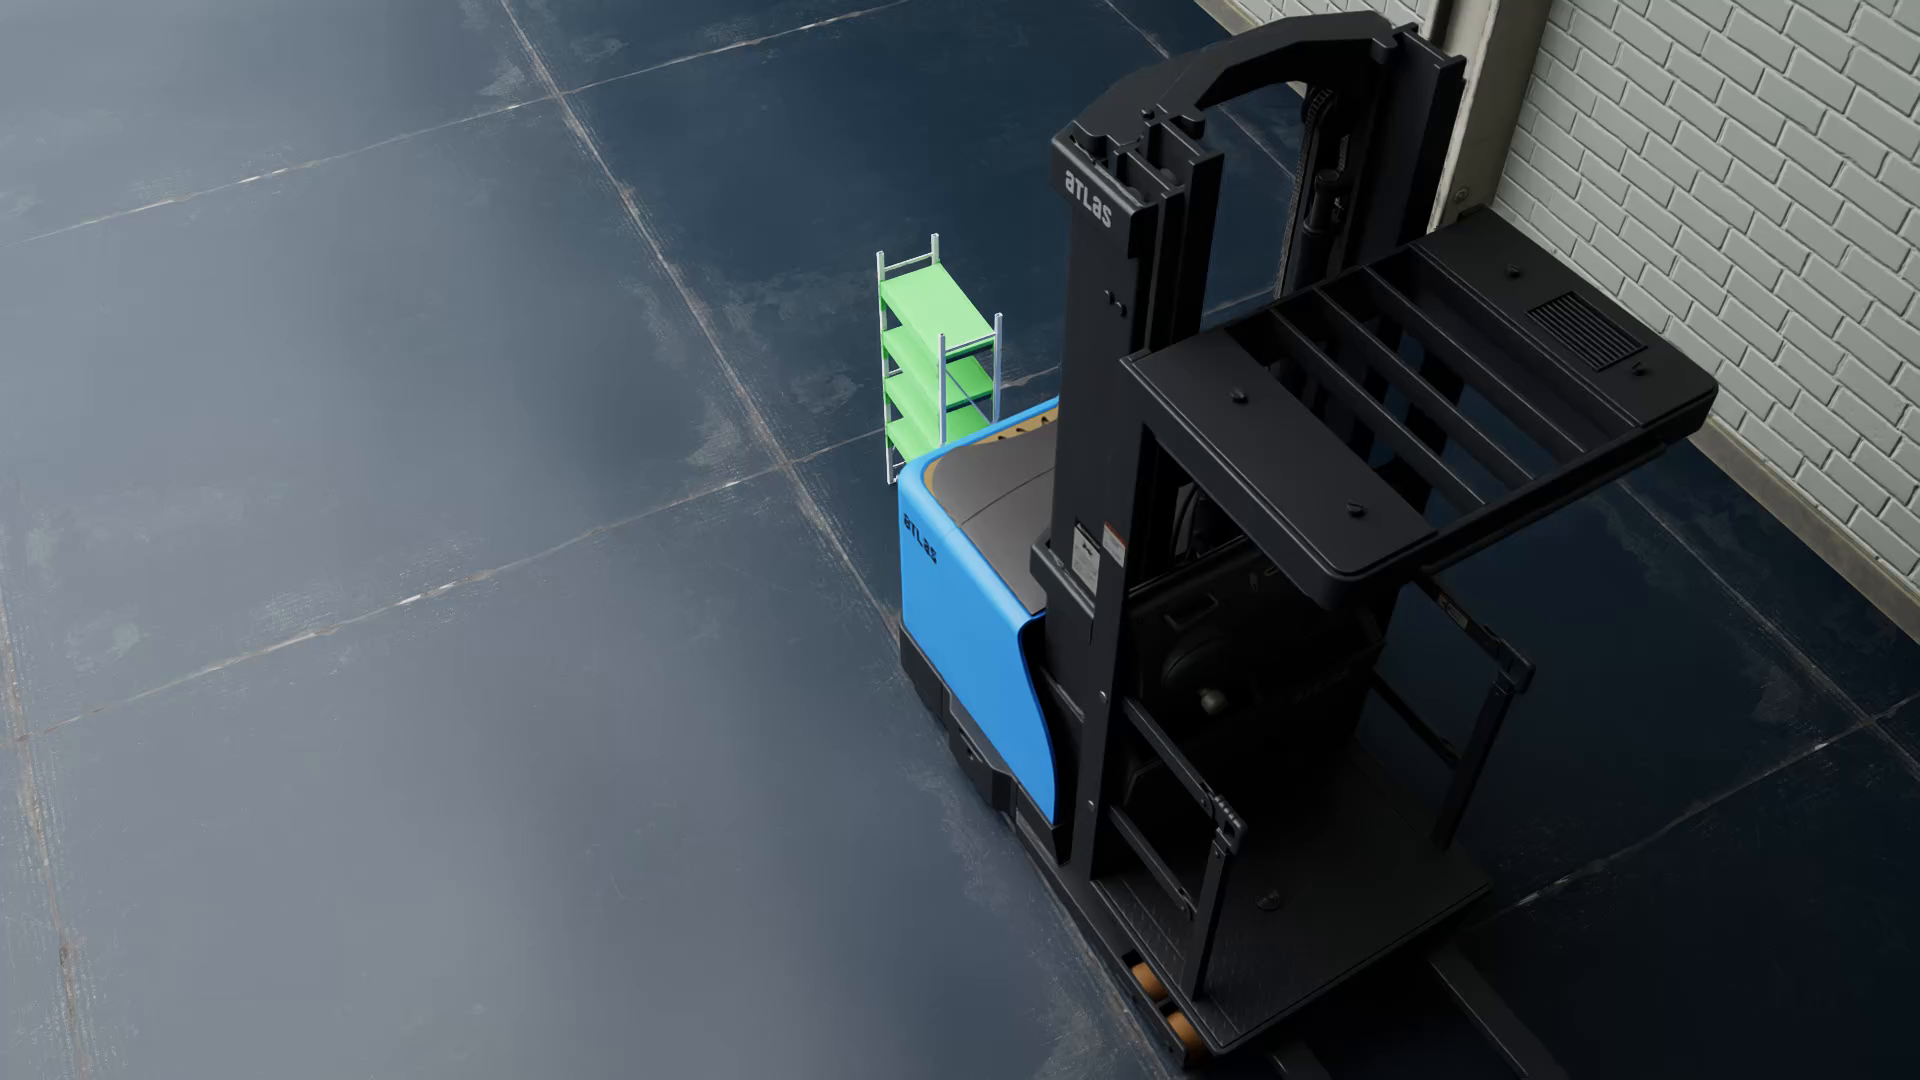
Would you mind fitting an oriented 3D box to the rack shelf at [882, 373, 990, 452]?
[{"bbox_3d":[-0.076,-0.464,6.336,0.258,0.148,0.480,-21,52,-18],"label":"rack shelf"}]

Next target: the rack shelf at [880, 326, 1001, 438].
[{"bbox_3d":[-0.076,-0.622,6.155,0.258,0.148,0.480,-21,52,-18],"label":"rack shelf"}]

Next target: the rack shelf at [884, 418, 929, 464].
[{"bbox_3d":[-0.076,-0.306,6.517,0.258,0.148,0.480,-21,52,-18],"label":"rack shelf"}]

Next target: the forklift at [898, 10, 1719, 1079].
[{"bbox_3d":[0.975,0.260,4.468,1.130,2.935,3.031,-25,53,-20],"label":"forklift"}]

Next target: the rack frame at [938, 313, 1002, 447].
[{"bbox_3d":[0.036,-0.342,6.145,0.240,1.200,0.015,-21,52,-18],"label":"rack frame"}]

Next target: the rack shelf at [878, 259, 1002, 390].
[{"bbox_3d":[-0.076,-0.780,5.975,0.258,0.148,0.480,-21,52,-18],"label":"rack shelf"}]

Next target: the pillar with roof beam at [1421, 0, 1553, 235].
[{"bbox_3d":[-1.598,-2.940,3.235,9.100,9.000,0.400,-21,52,-18],"label":"pillar with roof beam"}]

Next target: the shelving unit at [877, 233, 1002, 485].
[{"bbox_3d":[-0.076,-0.506,6.288,0.258,1.200,0.503,-21,52,-18],"label":"shelving unit"}]

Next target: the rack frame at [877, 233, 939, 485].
[{"bbox_3d":[-0.187,-0.669,6.431,0.240,1.200,0.015,-21,52,-18],"label":"rack frame"}]
